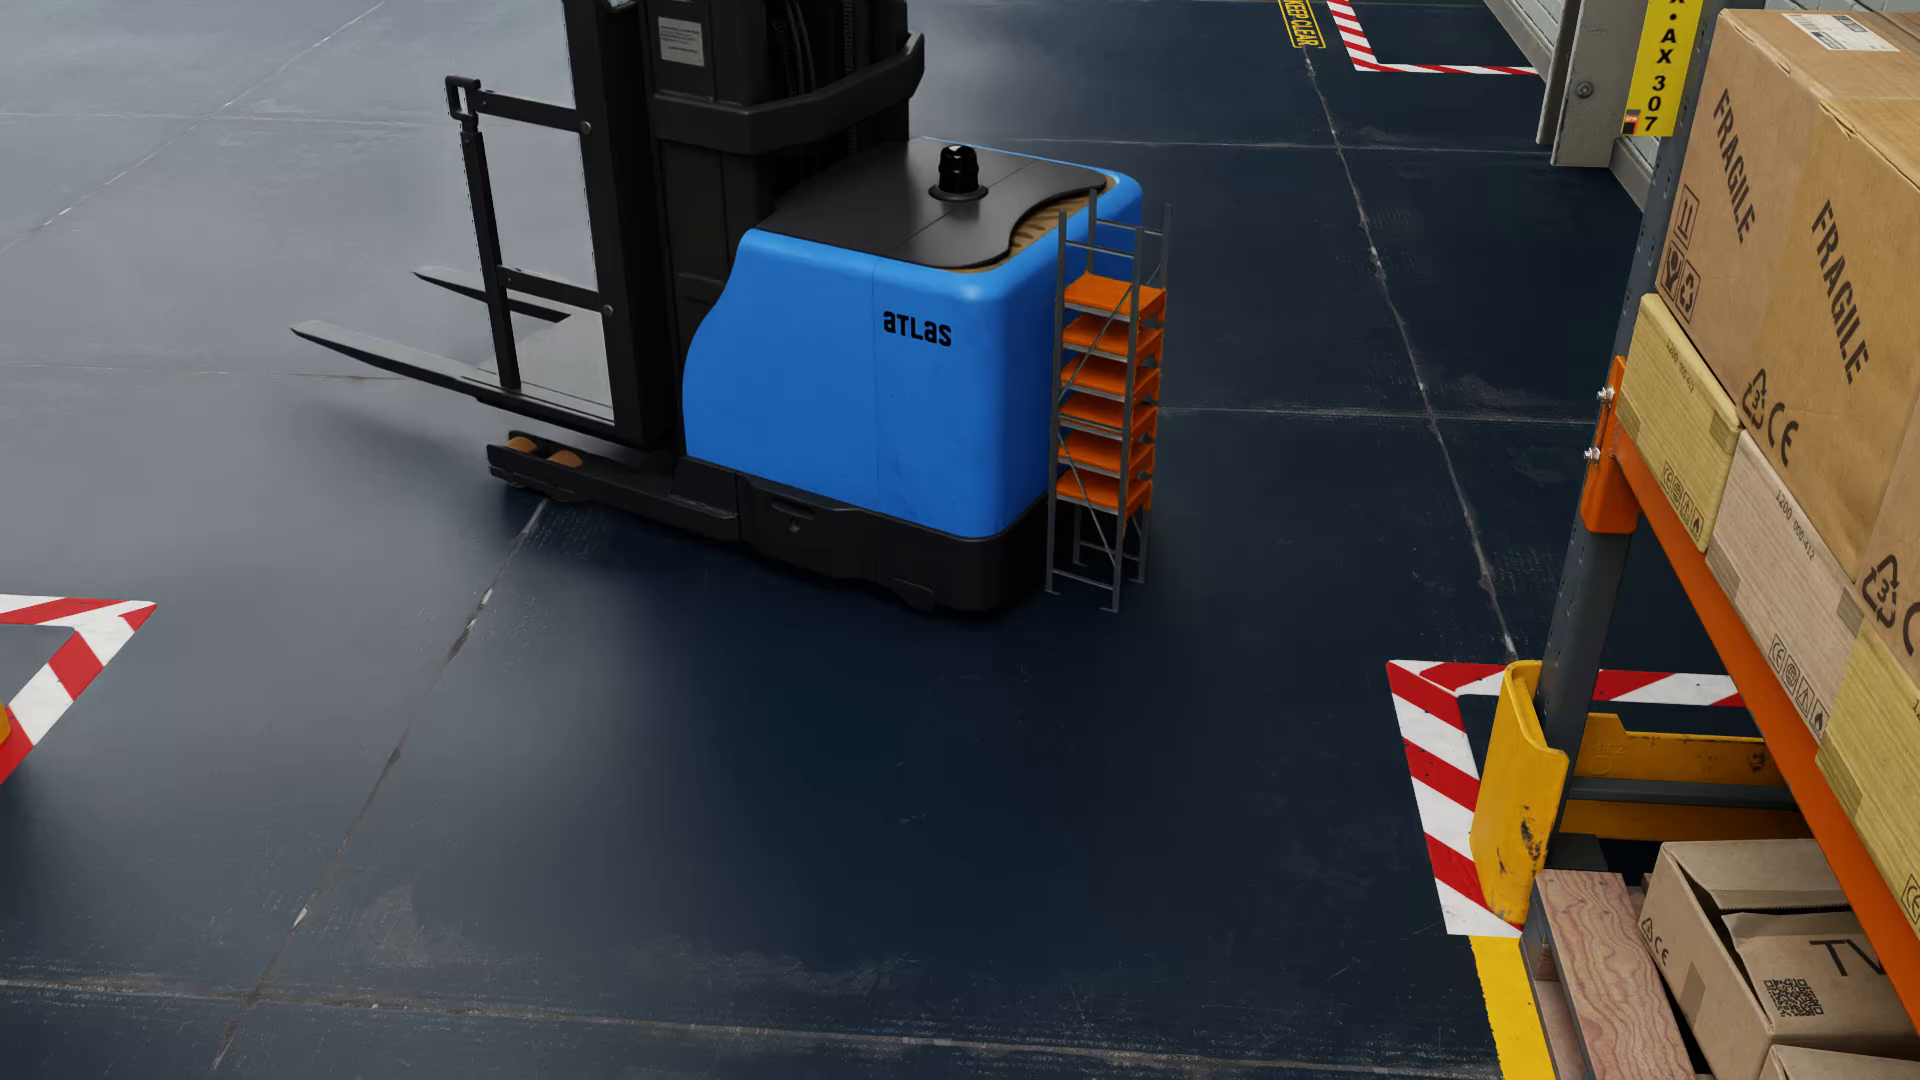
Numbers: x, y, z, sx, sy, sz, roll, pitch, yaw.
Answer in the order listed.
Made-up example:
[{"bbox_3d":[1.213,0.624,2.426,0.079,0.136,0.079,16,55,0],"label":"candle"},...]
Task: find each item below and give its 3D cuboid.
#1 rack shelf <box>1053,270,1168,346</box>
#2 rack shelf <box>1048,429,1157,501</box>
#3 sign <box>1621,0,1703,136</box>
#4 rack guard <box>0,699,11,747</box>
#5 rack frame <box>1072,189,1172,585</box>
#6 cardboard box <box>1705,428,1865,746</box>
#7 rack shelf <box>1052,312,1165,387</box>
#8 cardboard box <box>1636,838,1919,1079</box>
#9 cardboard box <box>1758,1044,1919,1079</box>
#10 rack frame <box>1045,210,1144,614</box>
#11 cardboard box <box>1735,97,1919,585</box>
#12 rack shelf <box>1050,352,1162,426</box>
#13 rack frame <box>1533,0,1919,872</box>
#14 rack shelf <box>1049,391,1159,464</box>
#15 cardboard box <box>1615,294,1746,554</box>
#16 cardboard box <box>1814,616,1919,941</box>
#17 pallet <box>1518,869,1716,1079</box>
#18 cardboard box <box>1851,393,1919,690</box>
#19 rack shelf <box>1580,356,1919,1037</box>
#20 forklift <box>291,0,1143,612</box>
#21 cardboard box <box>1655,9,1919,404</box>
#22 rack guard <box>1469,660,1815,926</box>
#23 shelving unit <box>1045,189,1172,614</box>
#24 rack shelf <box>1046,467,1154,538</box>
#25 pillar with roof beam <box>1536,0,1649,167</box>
[{"bbox_3d":[0.410,-0.634,4.532,0.258,0.103,0.180,17,35,25],"label":"rack shelf"},{"bbox_3d":[0.409,-0.226,4.785,0.258,0.103,0.180,17,35,25],"label":"rack shelf"},{"bbox_3d":[1.283,-0.892,3.014,0.100,0.325,0.005,2,32,4],"label":"sign"},{"bbox_3d":[-3.112,0.341,4.220,1.175,0.500,0.348,2,32,4],"label":"rack guard"},{"bbox_3d":[0.455,-0.407,4.766,0.240,1.200,0.006,17,35,25],"label":"rack frame"},{"bbox_3d":[1.439,0.068,2.404,0.500,0.250,0.500,2,32,2],"label":"cardboard box"},{"bbox_3d":[0.410,-0.532,4.595,0.258,0.103,0.180,17,35,25],"label":"rack shelf"},{"bbox_3d":[1.678,0.814,3.213,0.500,0.311,0.500,-1,32,-2],"label":"cardboard box"},{"bbox_3d":[1.631,1.113,2.729,0.500,0.311,0.500,5,32,8],"label":"cardboard box"},{"bbox_3d":[0.364,-0.324,4.631,0.240,1.200,0.006,17,35,25],"label":"rack frame"},{"bbox_3d":[1.435,-0.270,2.238,0.500,0.500,0.500,3,32,4],"label":"cardboard box"},{"bbox_3d":[0.410,-0.430,4.659,0.258,0.103,0.180,17,35,25],"label":"rack shelf"},{"bbox_3d":[1.824,-0.501,3.204,1.000,3.000,0.127,2,32,4],"label":"rack frame"},{"bbox_3d":[0.409,-0.328,4.722,0.258,0.103,0.180,17,35,25],"label":"rack shelf"},{"bbox_3d":[1.467,-0.204,2.846,0.500,0.250,0.500,2,32,3],"label":"cardboard box"},{"bbox_3d":[1.392,0.334,1.972,0.500,0.250,0.500,2,32,3],"label":"cardboard box"},{"bbox_3d":[1.716,1.149,3.184,1.003,0.211,1.213,2,32,4],"label":"pallet"},{"bbox_3d":[1.387,0.000,1.800,0.500,0.500,0.500,1,32,2],"label":"cardboard box"},{"bbox_3d":[1.661,0.851,1.695,1.077,0.370,4.000,2,32,4],"label":"rack shelf"},{"bbox_3d":[-0.973,-1.593,5.040,3.031,2.935,1.130,17,35,25],"label":"forklift"},{"bbox_3d":[1.485,-0.528,2.657,0.500,0.500,0.500,2,32,4],"label":"cardboard box"},{"bbox_3d":[1.817,0.603,3.795,1.175,0.500,0.348,2,32,4],"label":"rack guard"},{"bbox_3d":[0.409,-0.366,4.698,0.258,1.200,0.189,17,35,25],"label":"shelving unit"},{"bbox_3d":[0.408,-0.124,4.848,0.258,0.103,0.180,17,35,25],"label":"rack shelf"},{"bbox_3d":[-1.173,-5.973,6.365,9.100,9.000,0.400,2,32,4],"label":"pillar with roof beam"}]
